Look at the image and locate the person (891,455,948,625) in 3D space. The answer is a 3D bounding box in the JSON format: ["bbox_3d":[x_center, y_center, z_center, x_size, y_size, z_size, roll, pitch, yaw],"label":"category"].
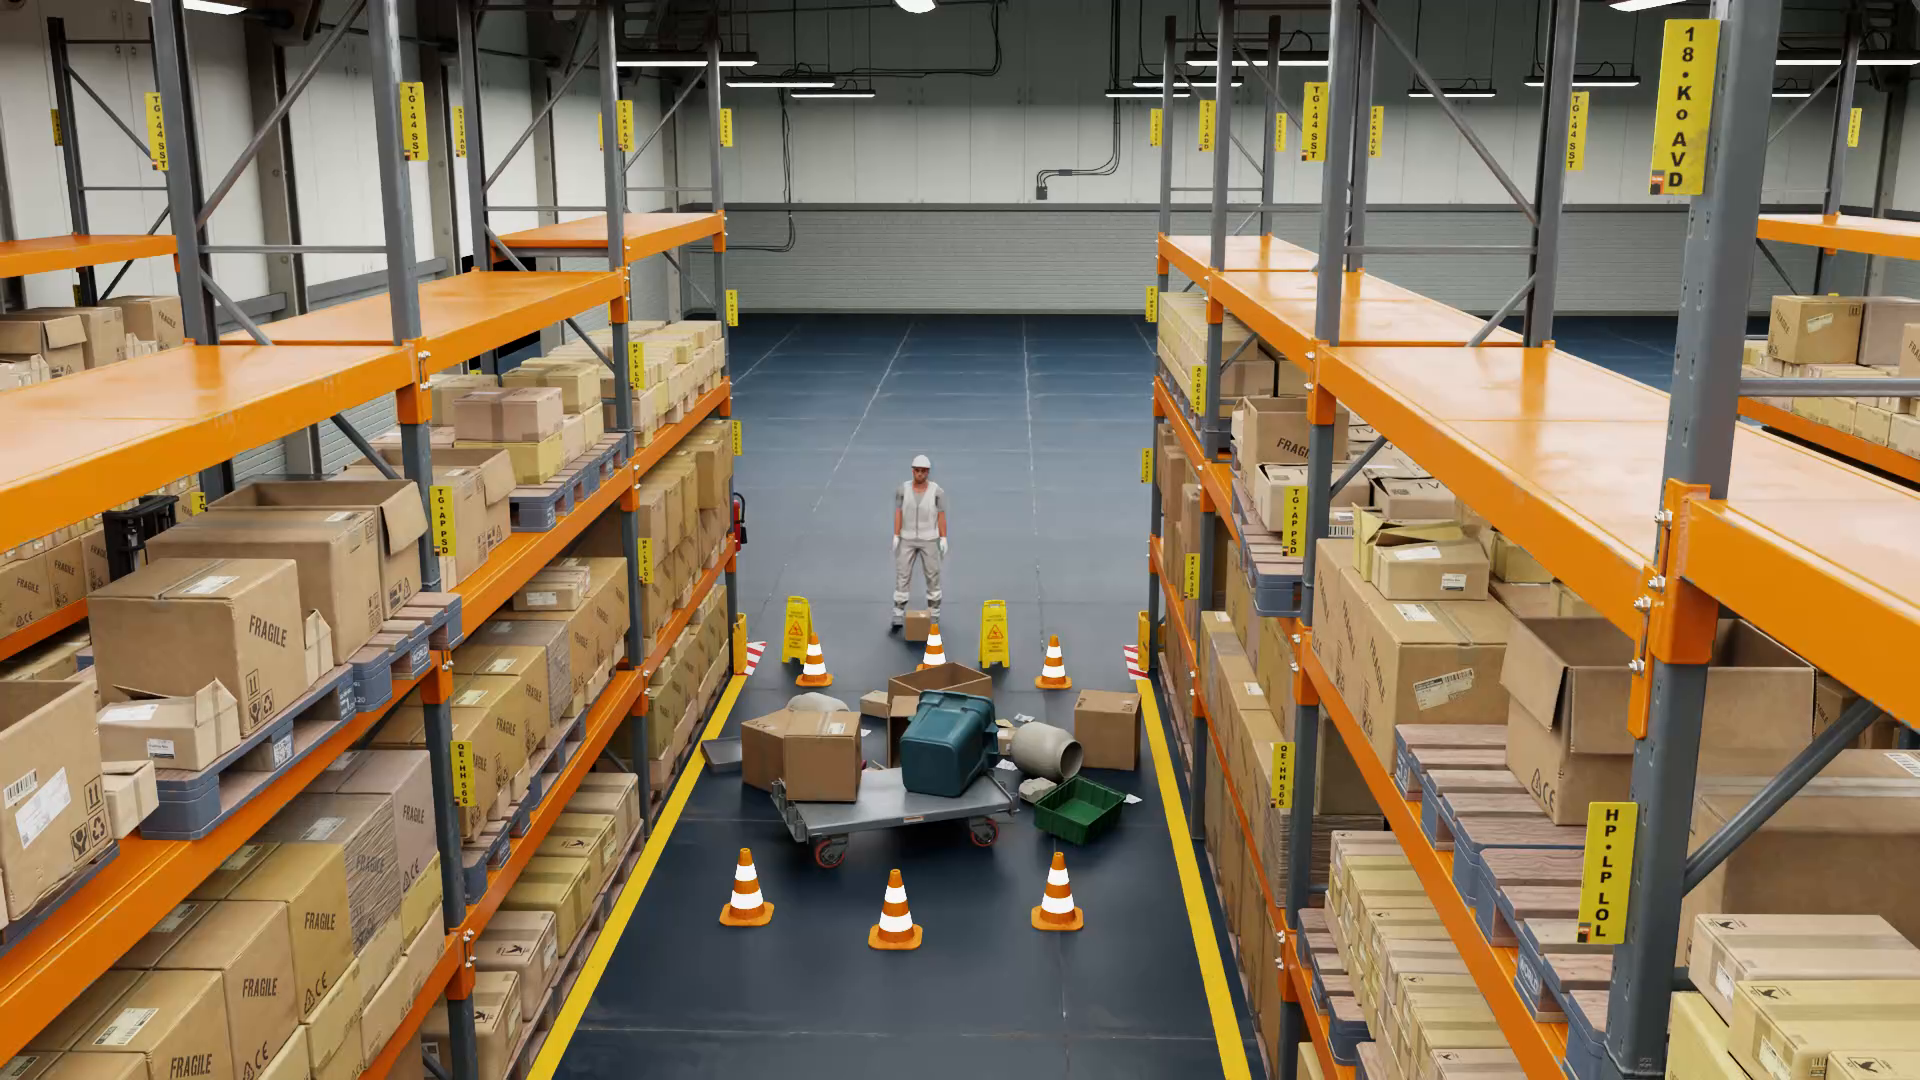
[{"bbox_3d":[-0.423,0.018,17.180,0.576,1.793,0.440,2,14,7],"label":"person"}]
